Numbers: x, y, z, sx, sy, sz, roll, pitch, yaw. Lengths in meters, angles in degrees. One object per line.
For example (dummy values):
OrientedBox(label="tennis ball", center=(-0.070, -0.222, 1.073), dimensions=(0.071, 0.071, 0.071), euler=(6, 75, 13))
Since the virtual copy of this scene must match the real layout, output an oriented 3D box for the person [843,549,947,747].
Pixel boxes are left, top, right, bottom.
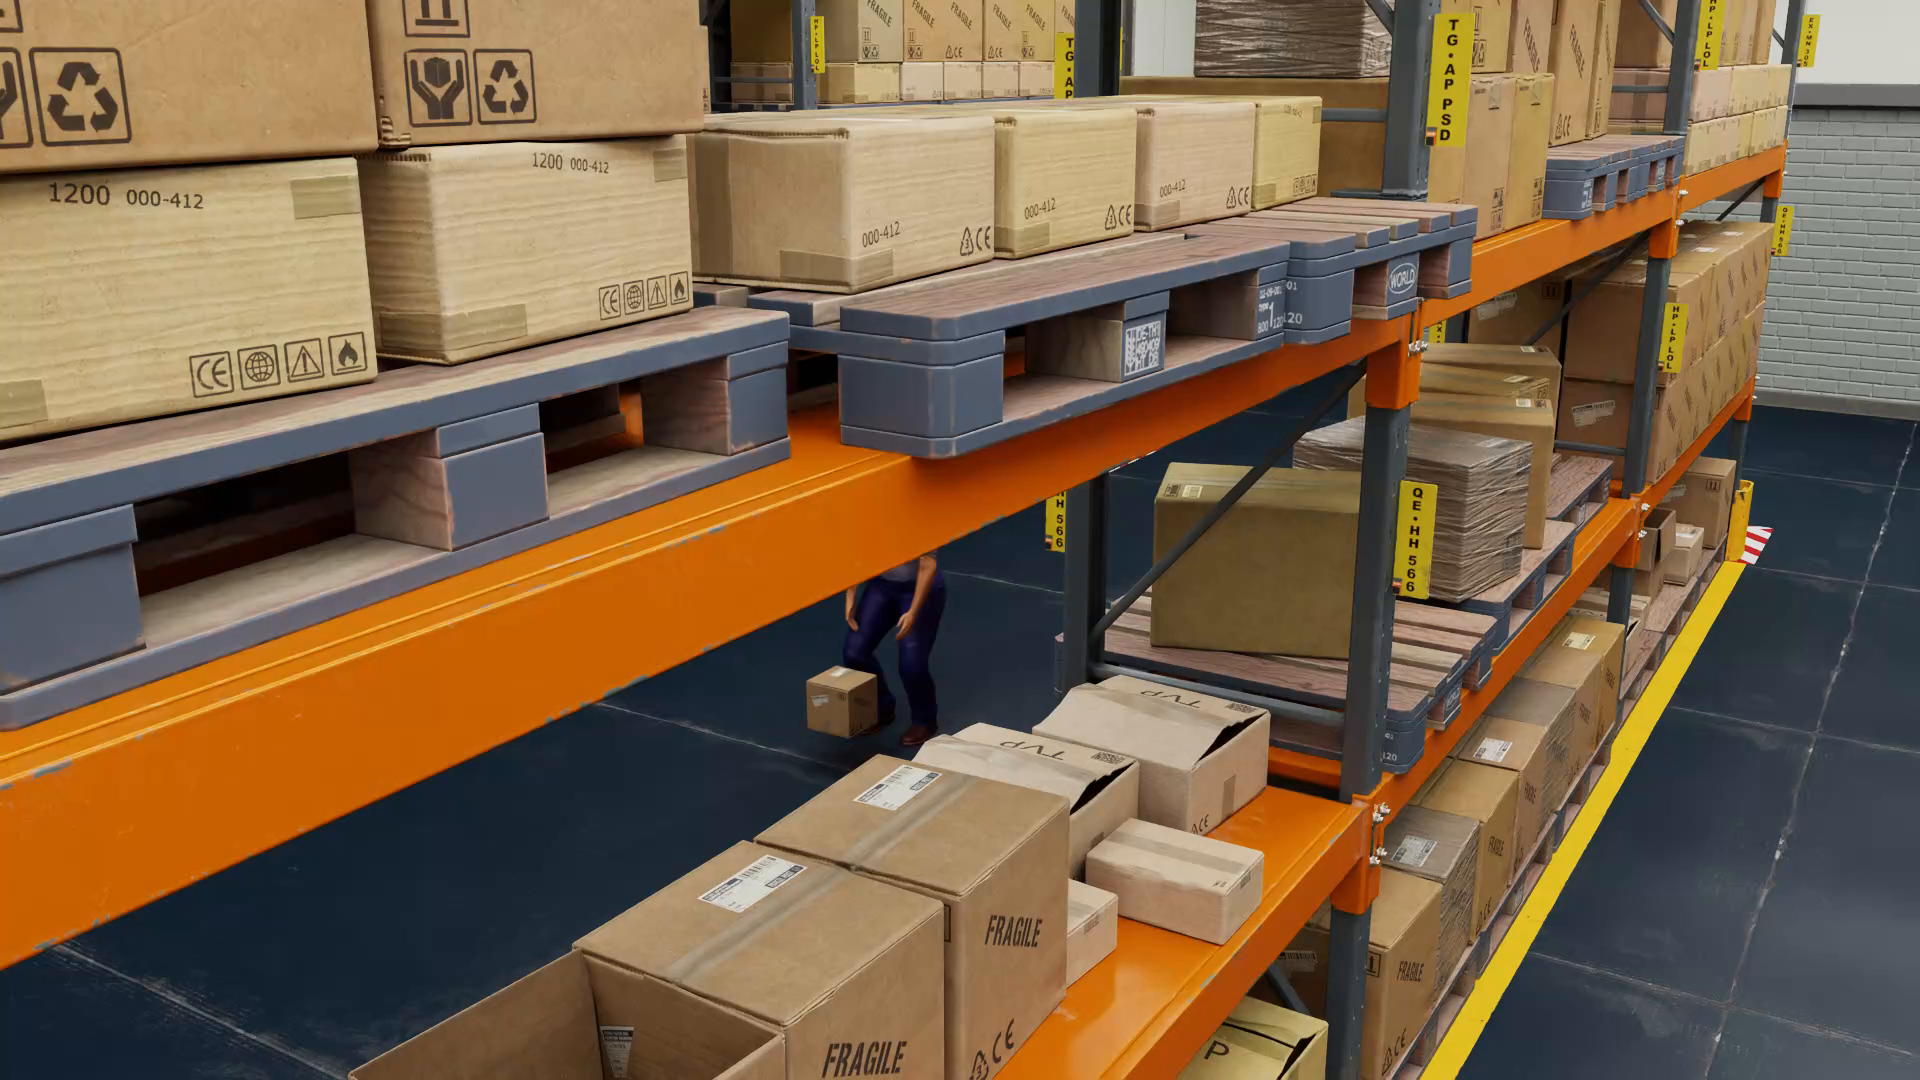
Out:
OrientedBox(label="person", center=(-0.308, 0.302, 8.372), dimensions=(0.528, 1.469, 0.573), euler=(10, 19, 31))
